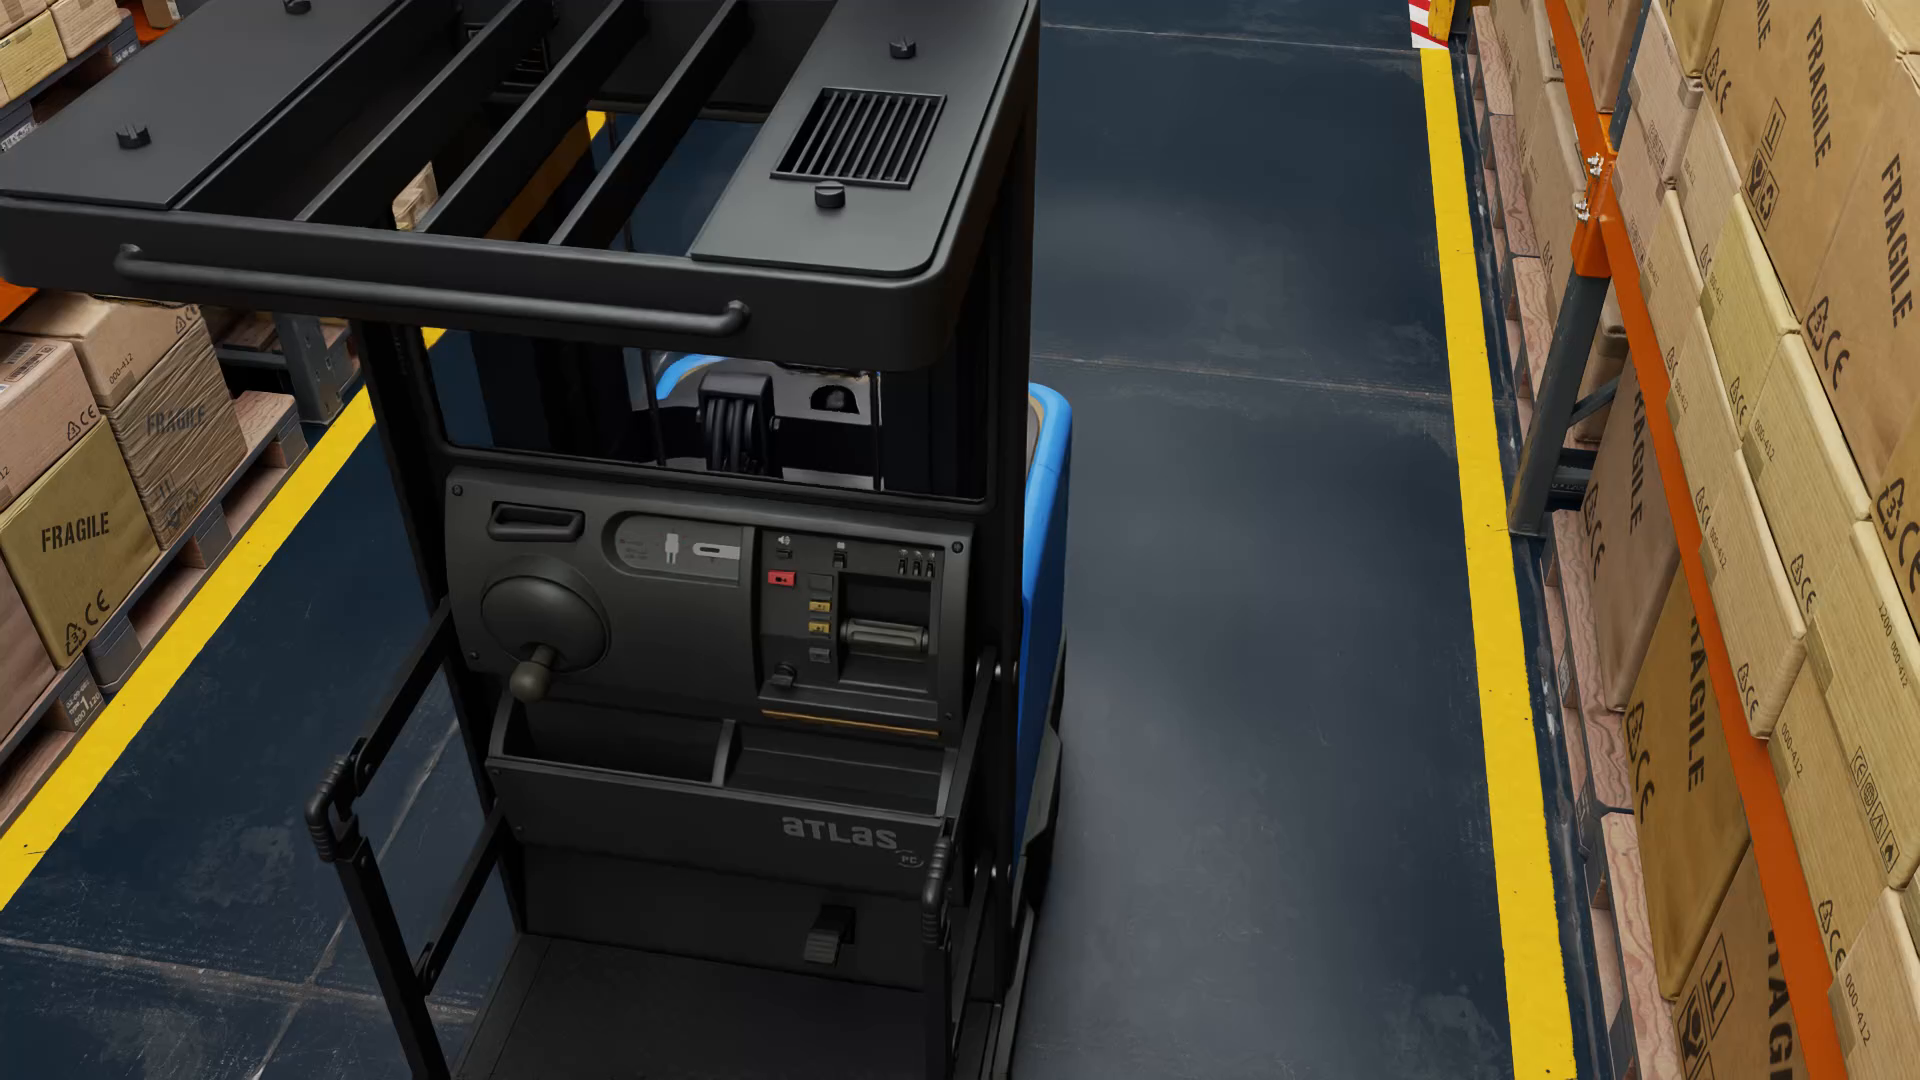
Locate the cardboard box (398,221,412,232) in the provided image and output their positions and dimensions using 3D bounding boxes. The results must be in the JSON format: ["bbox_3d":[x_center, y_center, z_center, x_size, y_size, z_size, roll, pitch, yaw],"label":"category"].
[{"bbox_3d":[-2.226,-1.059,6.085,0.380,0.149,0.250,8,40,9],"label":"cardboard box"}]

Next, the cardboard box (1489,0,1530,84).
[{"bbox_3d":[2.917,-2.413,7.496,0.875,0.438,0.875,5,40,6],"label":"cardboard box"}]

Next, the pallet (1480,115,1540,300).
[{"bbox_3d":[2.658,-1.315,6.675,1.003,0.211,1.213,6,40,8],"label":"pallet"}]

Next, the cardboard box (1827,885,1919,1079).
[{"bbox_3d":[1.454,0.746,2.111,0.500,0.250,0.500,7,40,8],"label":"cardboard box"}]

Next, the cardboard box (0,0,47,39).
[{"bbox_3d":[-2.571,-1.379,4.197,0.380,0.149,0.250,7,40,8],"label":"cardboard box"}]

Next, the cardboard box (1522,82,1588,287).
[{"bbox_3d":[2.610,-1.272,6.116,0.875,0.438,0.875,5,40,6],"label":"cardboard box"}]

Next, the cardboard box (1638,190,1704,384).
[{"bbox_3d":[1.817,-0.524,3.647,0.500,0.250,0.500,5,40,7],"label":"cardboard box"}]

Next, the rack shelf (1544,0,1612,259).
[{"bbox_3d":[2.587,-2.131,6.038,1.077,0.370,4.000,6,40,8],"label":"rack shelf"}]

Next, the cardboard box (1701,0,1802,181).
[{"bbox_3d":[1.821,-1.011,3.255,0.500,0.500,0.500,6,40,7],"label":"cardboard box"}]

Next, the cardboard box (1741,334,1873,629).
[{"bbox_3d":[1.626,-0.082,2.720,0.500,0.250,0.500,5,40,6],"label":"cardboard box"}]

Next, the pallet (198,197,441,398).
[{"bbox_3d":[-2.570,-0.987,6.278,1.003,0.211,1.213,6,40,8],"label":"pallet"}]

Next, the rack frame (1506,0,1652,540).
[{"bbox_3d":[2.241,-1.153,4.291,1.000,3.000,0.127,6,40,8],"label":"rack frame"}]

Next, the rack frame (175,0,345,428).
[{"bbox_3d":[-2.652,-1.636,4.875,1.000,3.000,0.127,6,40,8],"label":"rack frame"}]

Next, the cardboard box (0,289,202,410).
[{"bbox_3d":[-2.532,-0.628,4.699,0.500,0.250,0.500,5,40,6],"label":"cardboard box"}]

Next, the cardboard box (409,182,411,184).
[{"bbox_3d":[-2.262,-1.501,6.385,0.380,0.149,0.250,4,40,5],"label":"cardboard box"}]

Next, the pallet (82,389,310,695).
[{"bbox_3d":[-2.785,-0.072,5.172,1.003,0.211,1.213,6,40,8],"label":"pallet"}]

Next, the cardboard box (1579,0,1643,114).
[{"bbox_3d":[2.069,-1.511,4.645,0.500,0.500,0.500,7,40,8],"label":"cardboard box"}]

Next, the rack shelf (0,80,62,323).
[{"bbox_3d":[-2.998,-0.103,3.586,1.077,0.370,4.000,6,40,8],"label":"rack shelf"}]

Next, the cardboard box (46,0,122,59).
[{"bbox_3d":[-2.526,-1.430,4.493,0.380,0.149,0.250,6,40,7],"label":"cardboard box"}]

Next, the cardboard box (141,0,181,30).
[{"bbox_3d":[-2.281,-1.681,5.126,0.380,0.149,0.250,8,40,9],"label":"cardboard box"}]

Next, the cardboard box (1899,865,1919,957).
[{"bbox_3d":[1.467,0.568,1.935,0.500,0.250,0.500,5,40,7],"label":"cardboard box"}]

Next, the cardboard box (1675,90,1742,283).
[{"bbox_3d":[1.825,-0.713,3.484,0.500,0.250,0.500,7,40,8],"label":"cardboard box"}]

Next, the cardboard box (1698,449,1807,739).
[{"bbox_3d":[1.617,0.109,2.882,0.500,0.250,0.500,6,40,7],"label":"cardboard box"}]

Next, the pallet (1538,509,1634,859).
[{"bbox_3d":[2.182,0.414,4.584,1.003,0.211,1.213,6,40,8],"label":"pallet"}]

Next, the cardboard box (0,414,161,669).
[{"bbox_3d":[-2.621,-0.020,4.552,0.500,0.500,0.500,6,40,7],"label":"cardboard box"}]

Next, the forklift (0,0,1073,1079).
[{"bbox_3d":[-0.478,0.193,2.717,1.130,2.935,3.031,6,40,8],"label":"forklift"}]

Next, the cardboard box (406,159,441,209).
[{"bbox_3d":[-2.240,-1.386,6.480,0.380,0.149,0.250,6,40,7],"label":"cardboard box"}]

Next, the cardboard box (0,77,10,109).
[{"bbox_3d":[-2.615,-1.111,4.107,0.380,0.149,0.250,6,40,8],"label":"cardboard box"}]

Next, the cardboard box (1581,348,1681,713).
[{"bbox_3d":[2.212,-0.099,4.353,0.875,0.875,0.875,8,40,9],"label":"cardboard box"}]

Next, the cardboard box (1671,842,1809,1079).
[{"bbox_3d":[1.909,1.030,2.988,0.875,0.875,0.875,7,40,8],"label":"cardboard box"}]

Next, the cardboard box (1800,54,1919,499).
[{"bbox_3d":[1.648,-0.371,2.481,0.500,0.500,0.500,6,40,7],"label":"cardboard box"}]
